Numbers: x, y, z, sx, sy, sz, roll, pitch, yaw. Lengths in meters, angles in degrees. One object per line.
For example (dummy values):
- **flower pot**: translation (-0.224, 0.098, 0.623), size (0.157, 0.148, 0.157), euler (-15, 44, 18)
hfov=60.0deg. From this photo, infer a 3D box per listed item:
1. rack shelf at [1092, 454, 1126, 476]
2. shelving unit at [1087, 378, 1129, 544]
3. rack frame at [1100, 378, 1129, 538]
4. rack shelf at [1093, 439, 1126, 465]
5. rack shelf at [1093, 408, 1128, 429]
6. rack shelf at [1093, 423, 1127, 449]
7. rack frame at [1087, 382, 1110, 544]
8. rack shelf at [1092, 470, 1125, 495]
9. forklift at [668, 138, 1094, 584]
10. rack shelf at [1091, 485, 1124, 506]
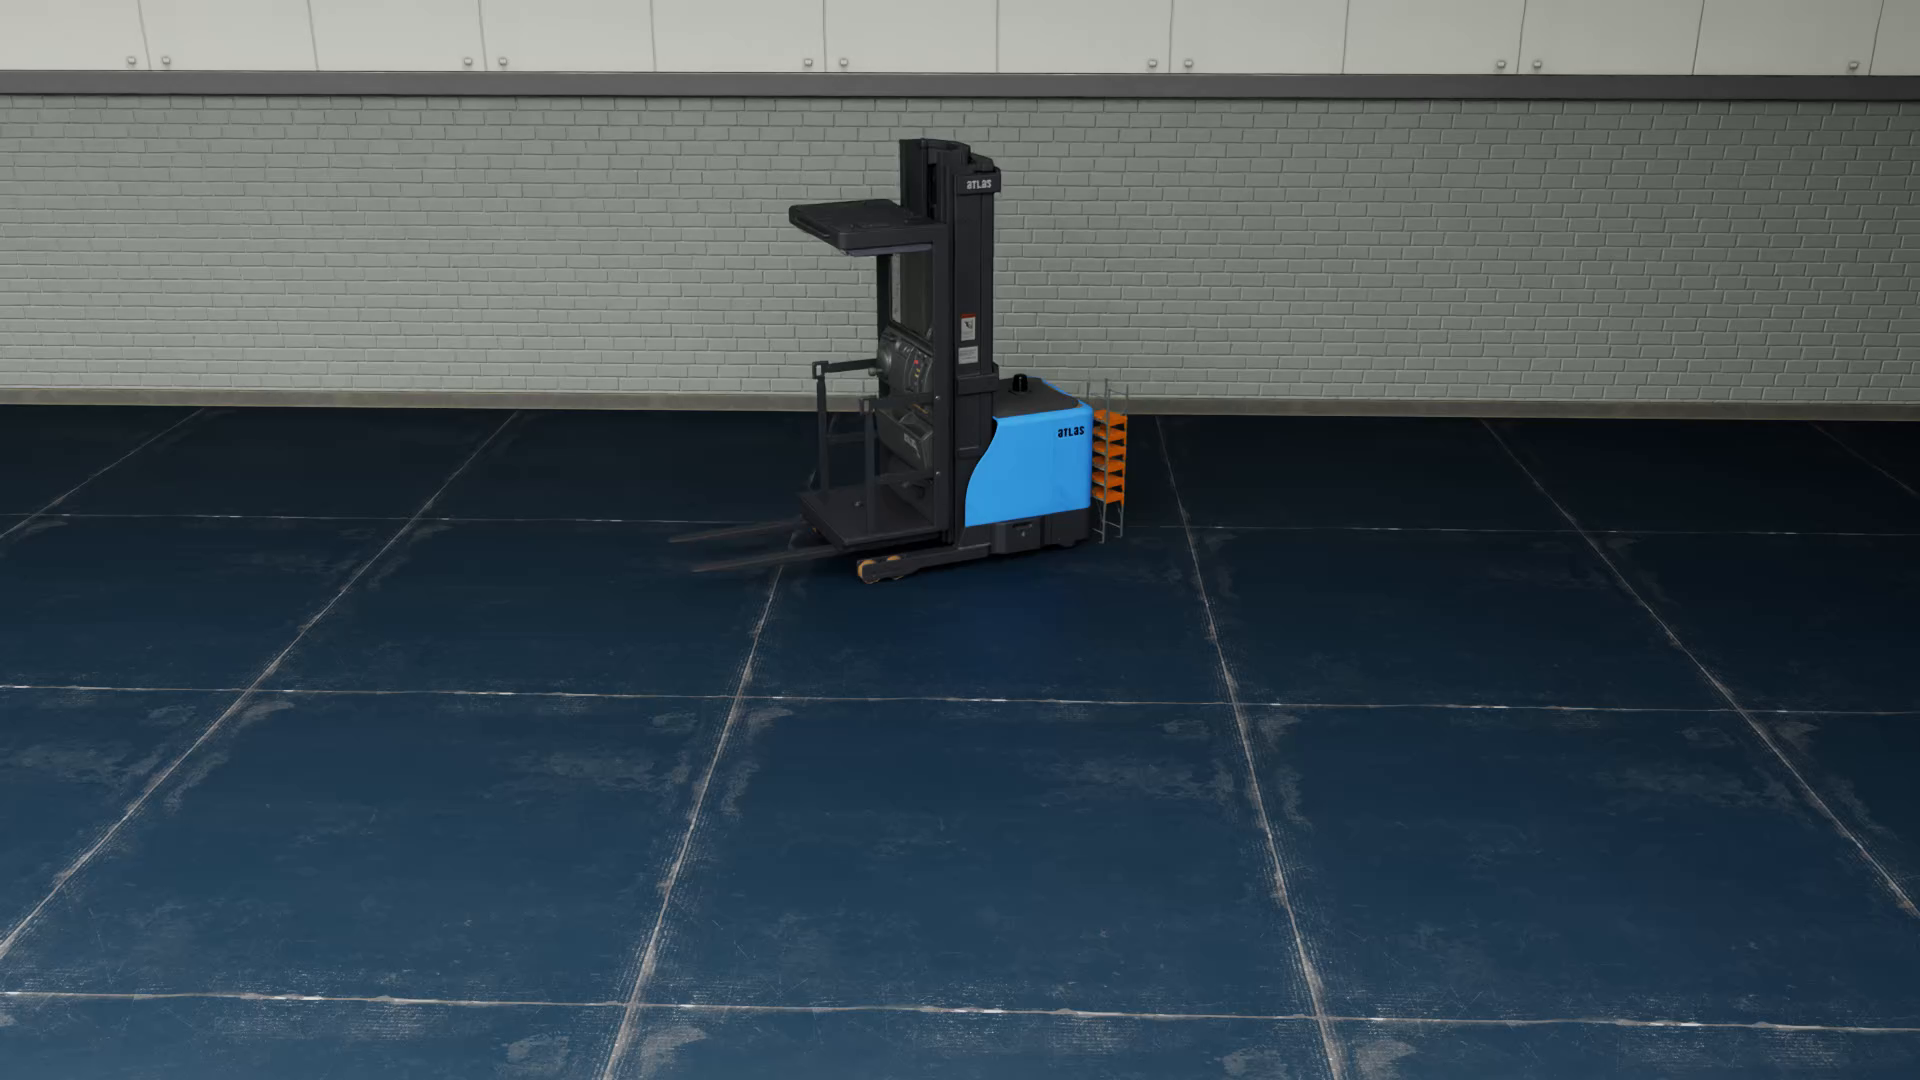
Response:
- **rack shelf**: translation (1.079, -0.545, 12.396), size (0.180, 0.103, 0.258), euler (-16, 27, -35)
- **shelving unit**: translation (1.080, -0.586, 12.380), size (0.189, 1.200, 0.258), euler (-16, 27, -35)
- **rack frame**: translation (1.151, -0.607, 12.433), size (0.006, 1.200, 0.240), euler (-16, 27, -35)
- **rack shelf**: translation (1.080, -0.657, 12.352), size (0.180, 0.103, 0.258), euler (-16, 27, -35)
- **rack shelf**: translation (1.081, -0.880, 12.265), size (0.180, 0.103, 0.258), euler (-16, 27, -35)
- **rack shelf**: translation (1.080, -0.769, 12.308), size (0.180, 0.103, 0.258), euler (-16, 27, -35)
- **rack frame**: translation (1.008, -0.566, 12.327), size (0.006, 1.200, 0.240), euler (-16, 27, -35)
- **rack shelf**: translation (1.079, -0.433, 12.439), size (0.180, 0.103, 0.258), euler (-16, 27, -35)
- **forklift**: translation (-0.577, -1.275, 11.763), size (3.031, 2.935, 1.130), euler (-9, 23, -22)
- **rack shelf**: translation (1.078, -0.322, 12.483), size (0.180, 0.103, 0.258), euler (-16, 27, -35)
